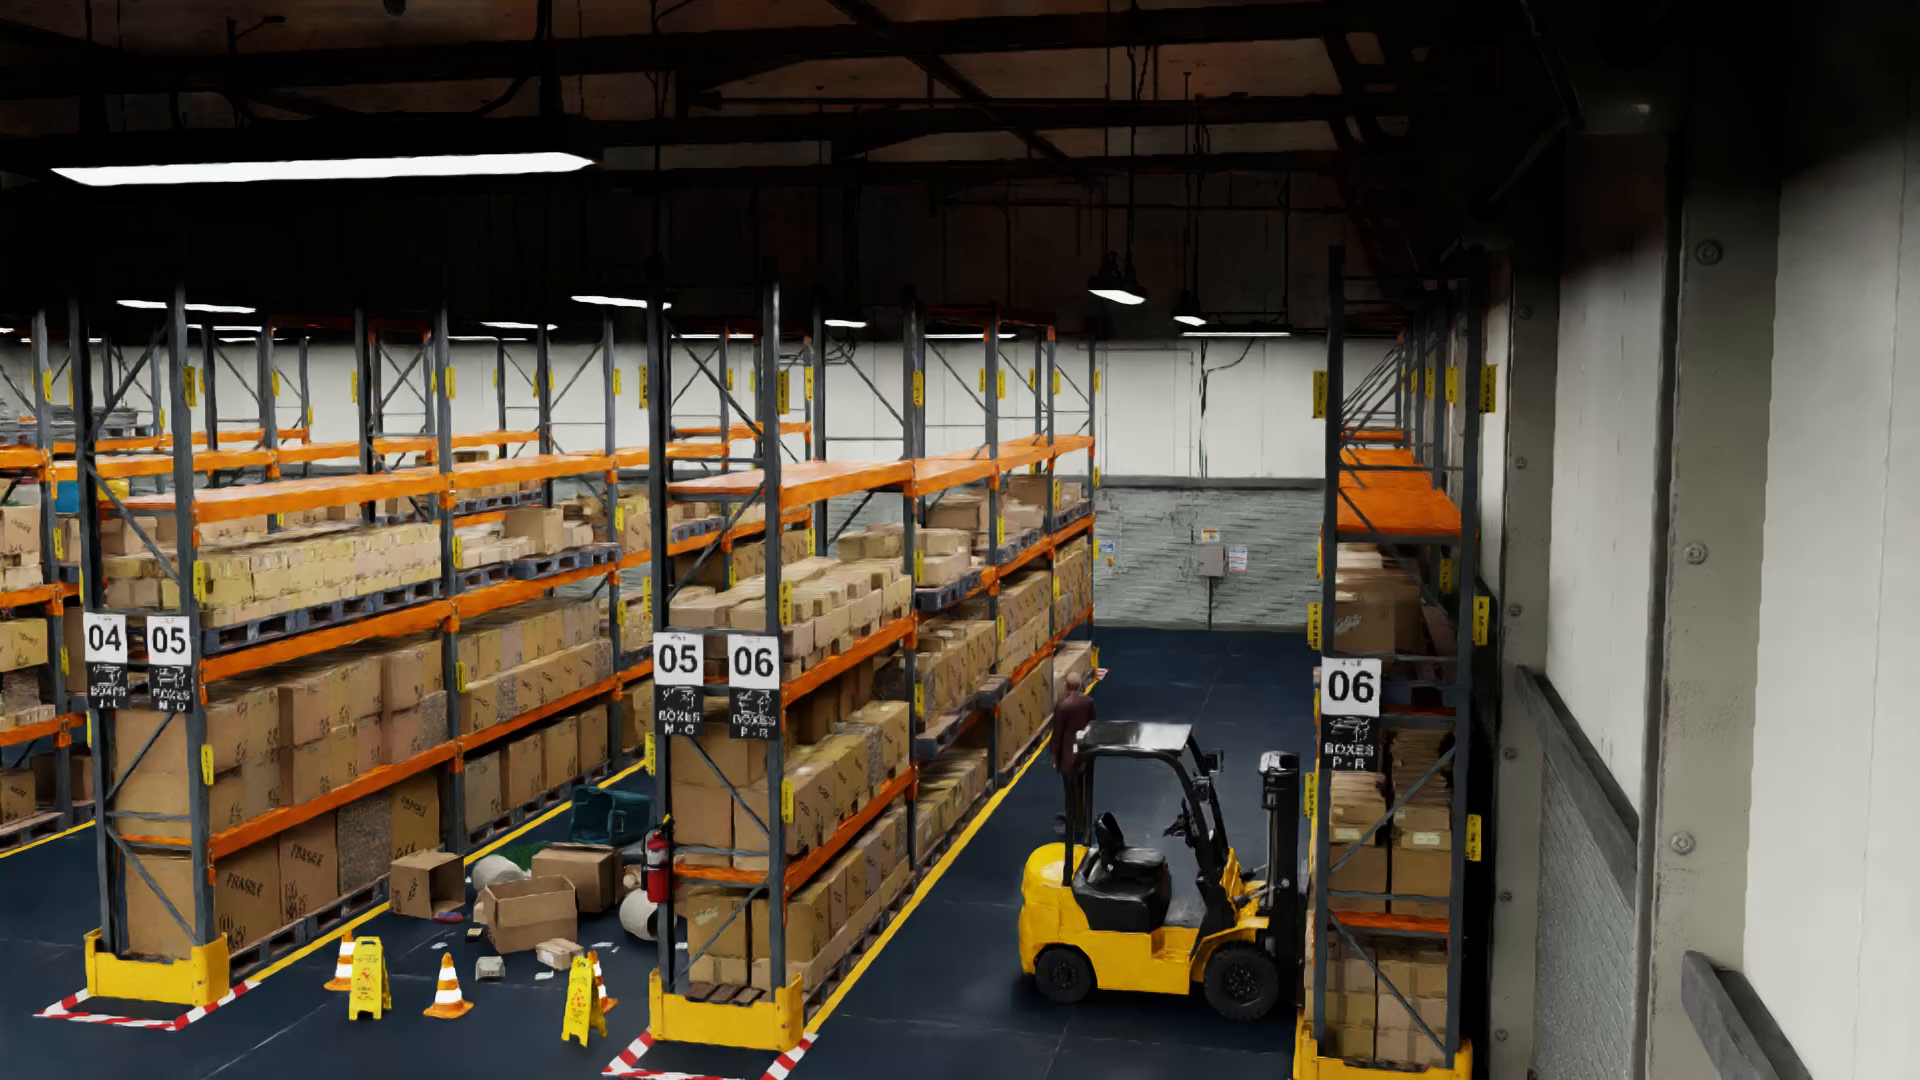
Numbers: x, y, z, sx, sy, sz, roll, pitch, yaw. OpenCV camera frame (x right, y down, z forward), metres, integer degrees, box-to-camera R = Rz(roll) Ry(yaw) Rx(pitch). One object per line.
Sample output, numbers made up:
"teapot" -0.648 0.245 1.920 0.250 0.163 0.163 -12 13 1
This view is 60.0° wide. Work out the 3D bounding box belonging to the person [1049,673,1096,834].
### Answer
"person" 1.248 2.460 18.768 0.636 1.590 0.677 6 8 45
